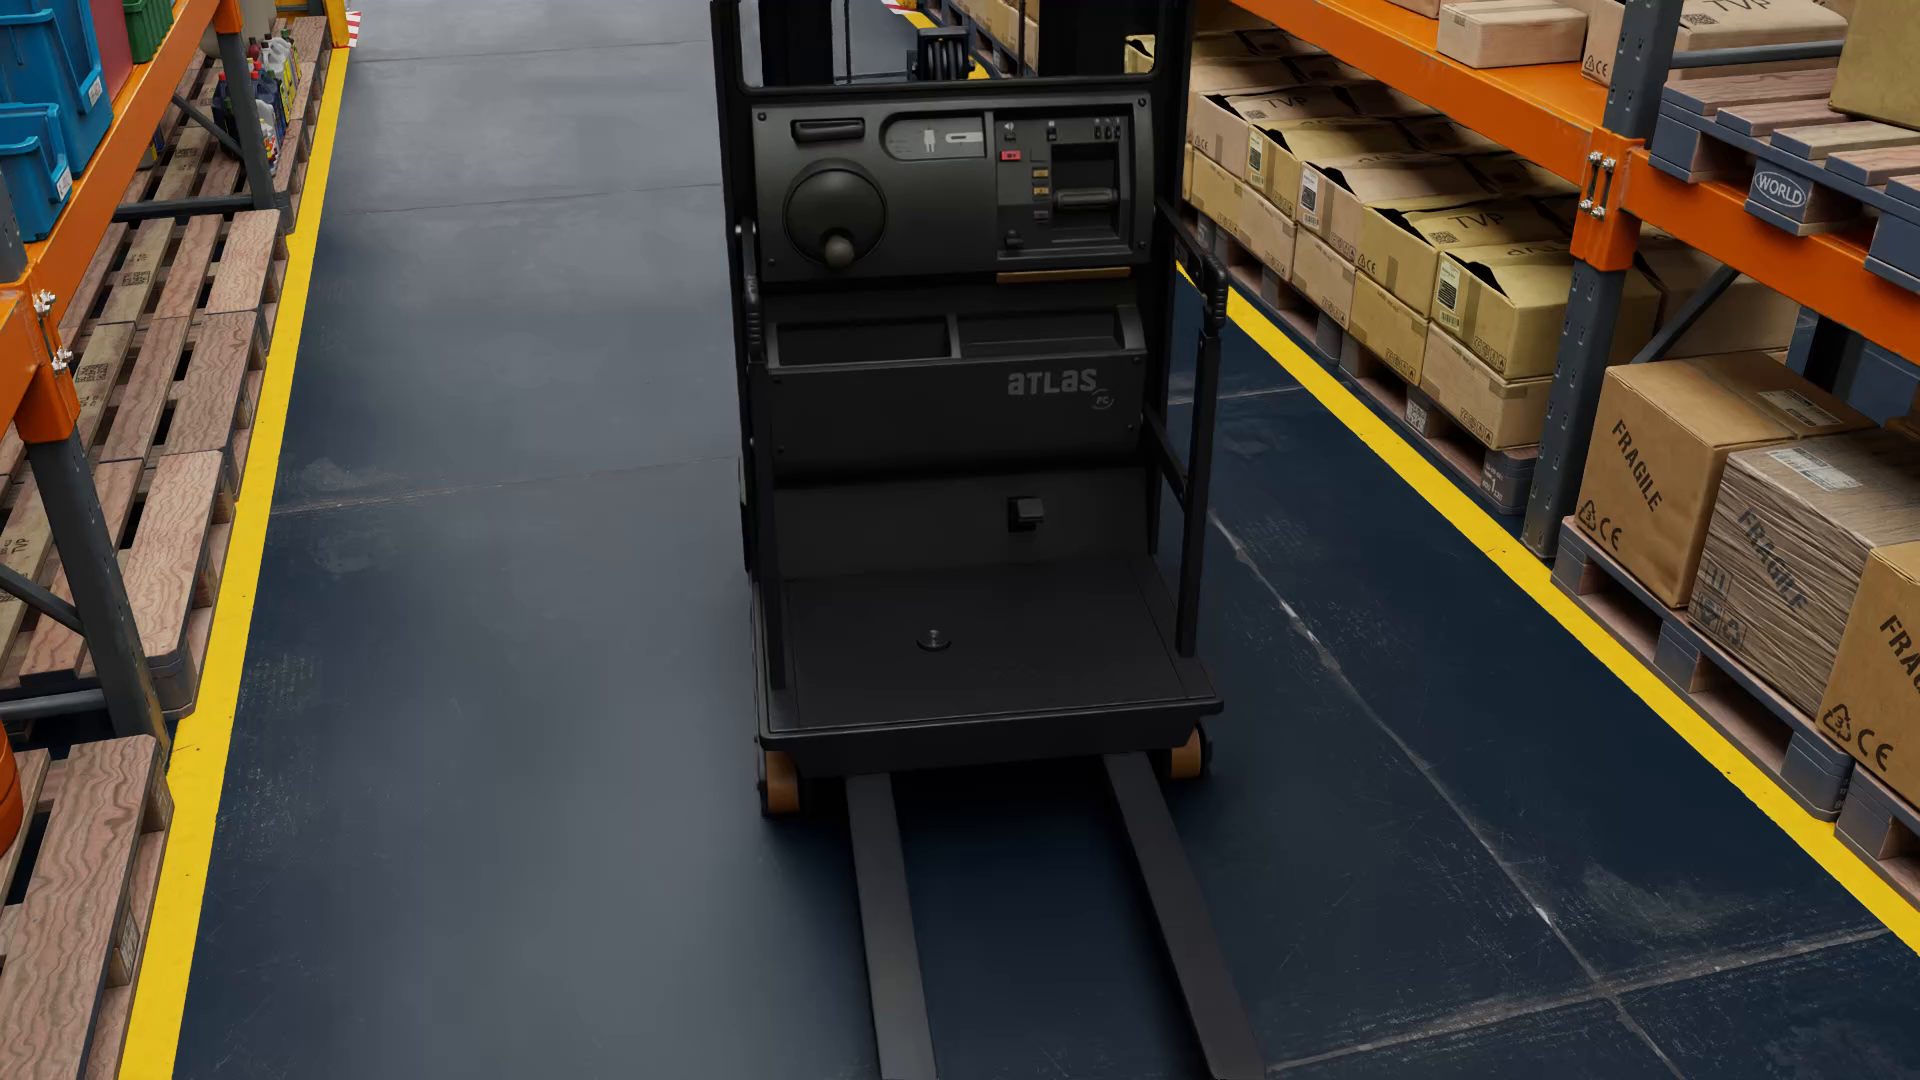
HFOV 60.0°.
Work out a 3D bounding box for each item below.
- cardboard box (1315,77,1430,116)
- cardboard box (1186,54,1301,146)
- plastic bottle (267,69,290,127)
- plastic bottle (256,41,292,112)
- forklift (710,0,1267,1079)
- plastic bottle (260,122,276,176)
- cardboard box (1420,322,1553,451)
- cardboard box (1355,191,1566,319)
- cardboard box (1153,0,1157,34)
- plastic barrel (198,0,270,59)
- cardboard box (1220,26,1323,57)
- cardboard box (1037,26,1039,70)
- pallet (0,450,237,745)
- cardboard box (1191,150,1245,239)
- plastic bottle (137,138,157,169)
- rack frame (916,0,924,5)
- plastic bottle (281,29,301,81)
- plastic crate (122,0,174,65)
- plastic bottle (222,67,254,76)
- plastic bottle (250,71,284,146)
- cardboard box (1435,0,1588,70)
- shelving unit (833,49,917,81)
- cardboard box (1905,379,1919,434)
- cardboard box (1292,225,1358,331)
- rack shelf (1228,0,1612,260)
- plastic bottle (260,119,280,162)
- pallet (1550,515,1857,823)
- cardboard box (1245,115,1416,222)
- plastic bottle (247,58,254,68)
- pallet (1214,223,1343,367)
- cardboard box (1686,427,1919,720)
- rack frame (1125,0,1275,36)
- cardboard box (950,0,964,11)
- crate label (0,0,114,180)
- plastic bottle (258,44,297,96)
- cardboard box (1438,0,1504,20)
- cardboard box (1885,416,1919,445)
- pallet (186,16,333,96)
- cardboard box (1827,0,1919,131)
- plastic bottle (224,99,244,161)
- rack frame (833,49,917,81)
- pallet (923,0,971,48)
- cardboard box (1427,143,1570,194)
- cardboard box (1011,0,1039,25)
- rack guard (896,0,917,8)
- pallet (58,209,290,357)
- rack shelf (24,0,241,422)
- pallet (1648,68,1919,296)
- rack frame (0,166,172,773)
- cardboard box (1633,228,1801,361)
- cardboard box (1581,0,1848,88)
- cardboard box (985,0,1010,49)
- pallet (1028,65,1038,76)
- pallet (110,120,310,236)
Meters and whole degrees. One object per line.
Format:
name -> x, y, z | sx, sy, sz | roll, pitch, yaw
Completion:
cardboard box -> 1.856, -1.843, 7.206 | 0.500, 0.311, 0.500 | -8, 31, -13
cardboard box -> 1.195, -2.017, 7.507 | 0.500, 0.311, 0.500 | -8, 31, -14
plastic bottle -> -3.447, -2.238, 8.394 | 0.061, 0.283, 0.133 | -6, 31, -11
plastic bottle -> -3.556, -2.387, 8.584 | 0.144, 0.351, 0.185 | -8, 31, -14
forklift -> 0.022, -0.782, 3.675 | 1.130, 2.935, 3.031 | -4, 30, -7
plastic bottle -> -3.241, -1.823, 7.690 | 0.097, 0.271, 0.097 | 0, 30, 0
cardboard box -> 1.884, -0.540, 5.513 | 0.500, 0.250, 0.500 | -7, 31, -12
cardboard box -> 1.739, -1.031, 5.803 | 0.500, 0.311, 0.500 | -8, 31, -14
cardboard box -> 1.236, -3.080, 9.155 | 0.500, 0.500, 0.500 | -8, 31, -13
plastic barrel -> -4.259, -3.088, 9.656 | 0.421, 0.512, 0.421 | 0, 30, 0
cardboard box -> 1.582, -2.335, 8.056 | 0.500, 0.311, 0.500 | -8, 31, -13
cardboard box -> 0.741, -2.688, 9.224 | 0.500, 0.250, 0.500 | -8, 31, -13
pallet -> -2.686, 0.158, 4.766 | 1.003, 0.211, 1.213 | -8, 31, -13
cardboard box -> 1.340, -1.525, 7.216 | 0.500, 0.250, 0.500 | -9, 31, -15
plastic bottle -> -3.889, -1.937, 7.808 | 0.144, 0.351, 0.185 | -8, 31, -13
rack frame -> 0.136, -5.190, 11.222 | 1.000, 3.000, 0.127 | -8, 31, -13
plastic bottle -> -3.682, -2.665, 9.133 | 0.061, 0.283, 0.133 | -7, 31, -12
plastic crate -> -2.845, -1.706, 5.415 | 0.450, 0.188, 0.662 | -8, 31, -13
plastic bottle -> -3.692, -2.323, 8.548 | 0.152, 0.276, 0.135 | -8, 31, -13
plastic bottle -> -3.393, -2.090, 8.072 | 0.144, 0.351, 0.185 | -7, 31, -12
cardboard box -> 1.754, -1.615, 5.297 | 0.380, 0.149, 0.250 | -8, 31, -13
shelving unit -> -0.267, -1.040, 5.924 | 0.538, 1.125, 1.048 | -7, 31, -12
cardboard box -> 2.753, -0.312, 4.102 | 0.500, 0.250, 0.500 | -7, 31, -11
cardboard box -> 1.614, -1.031, 6.363 | 0.500, 0.250, 0.500 | -7, 31, -12
rack shelf -> 1.728, -1.981, 6.396 | 1.077, 0.370, 4.000 | -8, 31, -13
plastic bottle -> -3.295, -1.891, 7.877 | 0.097, 0.201, 0.097 | 0, 30, 0
pallet -> 2.421, 0.246, 4.614 | 1.003, 0.211, 1.213 | -8, 31, -13
cardboard box -> 1.476, -1.517, 6.643 | 0.500, 0.311, 0.500 | -7, 31, -12
plastic bottle -> -3.769, -2.466, 8.870 | 0.097, 0.201, 0.097 | 0, 30, 0
pallet -> 1.758, -1.110, 6.957 | 1.003, 0.211, 1.213 | -8, 31, -13
cardboard box -> 2.249, 0.075, 4.182 | 0.500, 0.500, 0.500 | -9, 31, -15
rack frame -> 1.198, -3.258, 7.885 | 1.000, 3.000, 0.127 | -8, 31, -13
cardboard box -> 0.200, -3.652, 10.891 | 0.500, 0.250, 0.500 | -8, 31, -13
crate label -> -2.520, -1.200, 4.294 | 0.502, 0.435, 0.616 | -8, 31, -13
plastic bottle -> -3.653, -2.524, 8.896 | 0.152, 0.276, 0.135 | -9, 31, -15
cardboard box -> 1.867, -1.826, 5.661 | 0.380, 0.149, 0.250 | -6, 31, -10
cardboard box -> 2.734, -0.014, 4.336 | 0.500, 0.500, 0.500 | -7, 31, -11
pallet -> -4.365, -2.903, 10.054 | 1.003, 0.211, 1.213 | -8, 31, -13
cardboard box -> 2.535, -1.262, 3.917 | 0.700, 0.500, 0.500 | -19, 35, -30
plastic bottle -> -3.456, -1.966, 7.925 | 0.061, 0.283, 0.133 | -8, 31, -13
rack frame -> -0.394, -1.287, 6.350 | 0.500, 1.125, 0.032 | -7, 31, -12
pallet -> 0.379, -3.619, 11.292 | 1.003, 0.211, 1.213 | -8, 31, -13
cardboard box -> 2.123, -1.352, 6.357 | 0.500, 0.311, 0.500 | -9, 31, -15
cardboard box -> 0.606, -3.253, 9.453 | 0.500, 0.500, 0.500 | -8, 31, -13
rack guard -> 0.130, -4.120, 11.869 | 1.175, 0.500, 0.348 | -8, 31, -13
pallet -> -3.333, -1.020, 6.802 | 1.003, 0.211, 1.213 | -8, 31, -13
rack shelf -> -3.048, -1.324, 5.261 | 1.077, 0.370, 4.000 | -8, 31, -13
pallet -> 2.507, -0.925, 4.045 | 1.213, 0.211, 1.003 | -8, 31, -13
rack frame -> -2.517, -0.669, 3.412 | 1.000, 3.000, 0.127 | -8, 31, -13
cardboard box -> 2.403, -0.853, 5.494 | 0.500, 0.311, 0.500 | -7, 31, -12
cardboard box -> 2.205, -1.469, 4.883 | 0.500, 0.311, 0.500 | -6, 31, -10
cardboard box -> 0.460, -3.168, 10.055 | 0.500, 0.250, 0.500 | -8, 31, -13
pallet -> 1.027, -2.441, 9.256 | 1.003, 0.211, 1.213 | -8, 31, -13
pallet -> -3.717, -1.724, 8.018 | 1.003, 0.211, 1.213 | -8, 31, -13
